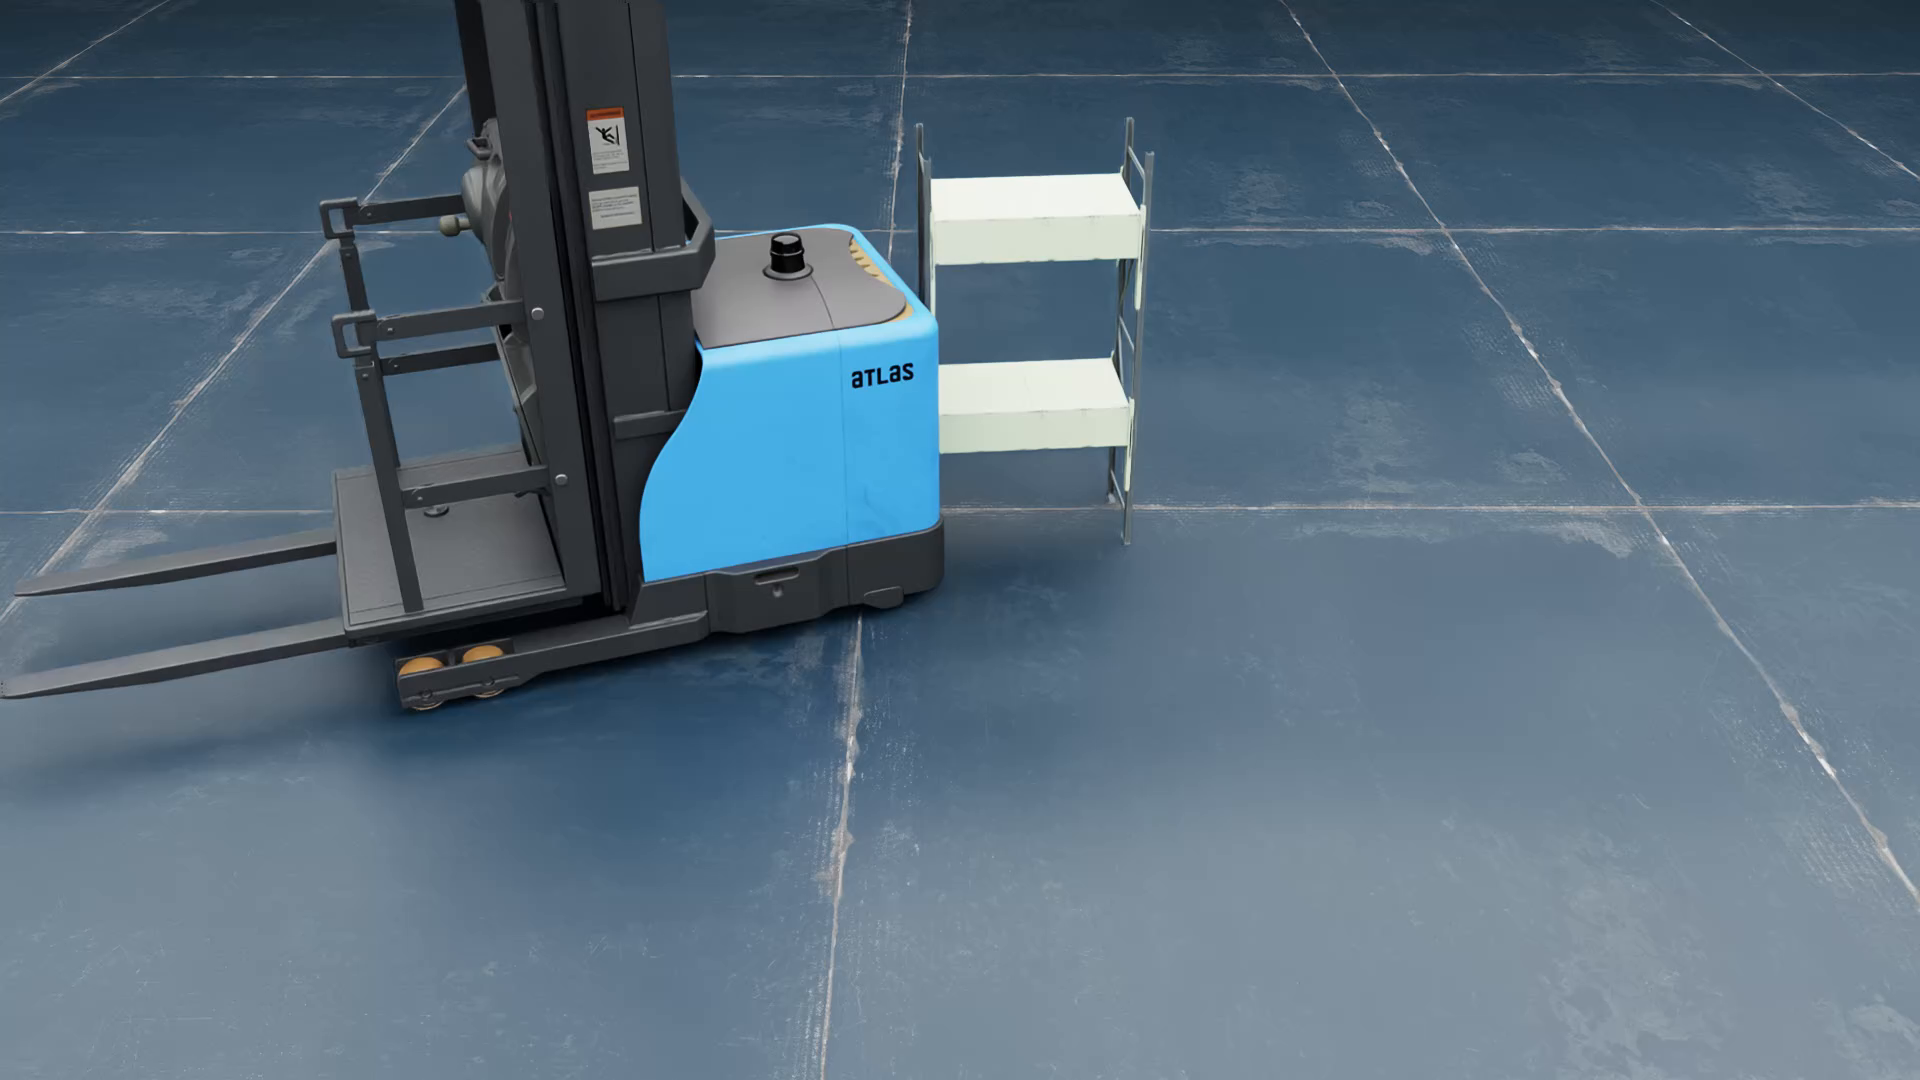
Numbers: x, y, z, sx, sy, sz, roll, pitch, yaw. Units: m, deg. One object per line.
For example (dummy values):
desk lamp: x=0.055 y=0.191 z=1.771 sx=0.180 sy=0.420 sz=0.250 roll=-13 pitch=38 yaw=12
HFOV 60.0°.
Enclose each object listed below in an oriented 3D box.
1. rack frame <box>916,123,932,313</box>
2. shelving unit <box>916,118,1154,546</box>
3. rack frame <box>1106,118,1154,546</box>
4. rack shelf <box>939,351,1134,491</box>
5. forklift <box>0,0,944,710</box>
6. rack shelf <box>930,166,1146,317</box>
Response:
rack frame: x=-0.123 y=-0.688 z=5.938 sx=0.023 sy=1.500 sz=0.400 roll=-3 pitch=31 yaw=-4
shelving unit: x=0.242 y=-0.706 z=5.967 sx=0.755 sy=1.500 sz=0.431 roll=-3 pitch=31 yaw=-4
rack frame: x=0.606 y=-0.723 z=5.996 sx=0.023 sy=1.500 sz=0.400 roll=-3 pitch=31 yaw=-4
rack shelf: x=0.242 y=-0.427 z=6.136 sx=0.720 sy=0.370 sz=0.431 roll=-3 pitch=31 yaw=-4
forklift: x=-1.629 y=-1.017 z=5.101 sx=3.031 sy=2.935 sz=1.130 roll=-11 pitch=33 yaw=-17
rack shelf: x=0.242 y=-1.039 z=5.765 sx=0.720 sy=0.370 sz=0.431 roll=-3 pitch=31 yaw=-4
